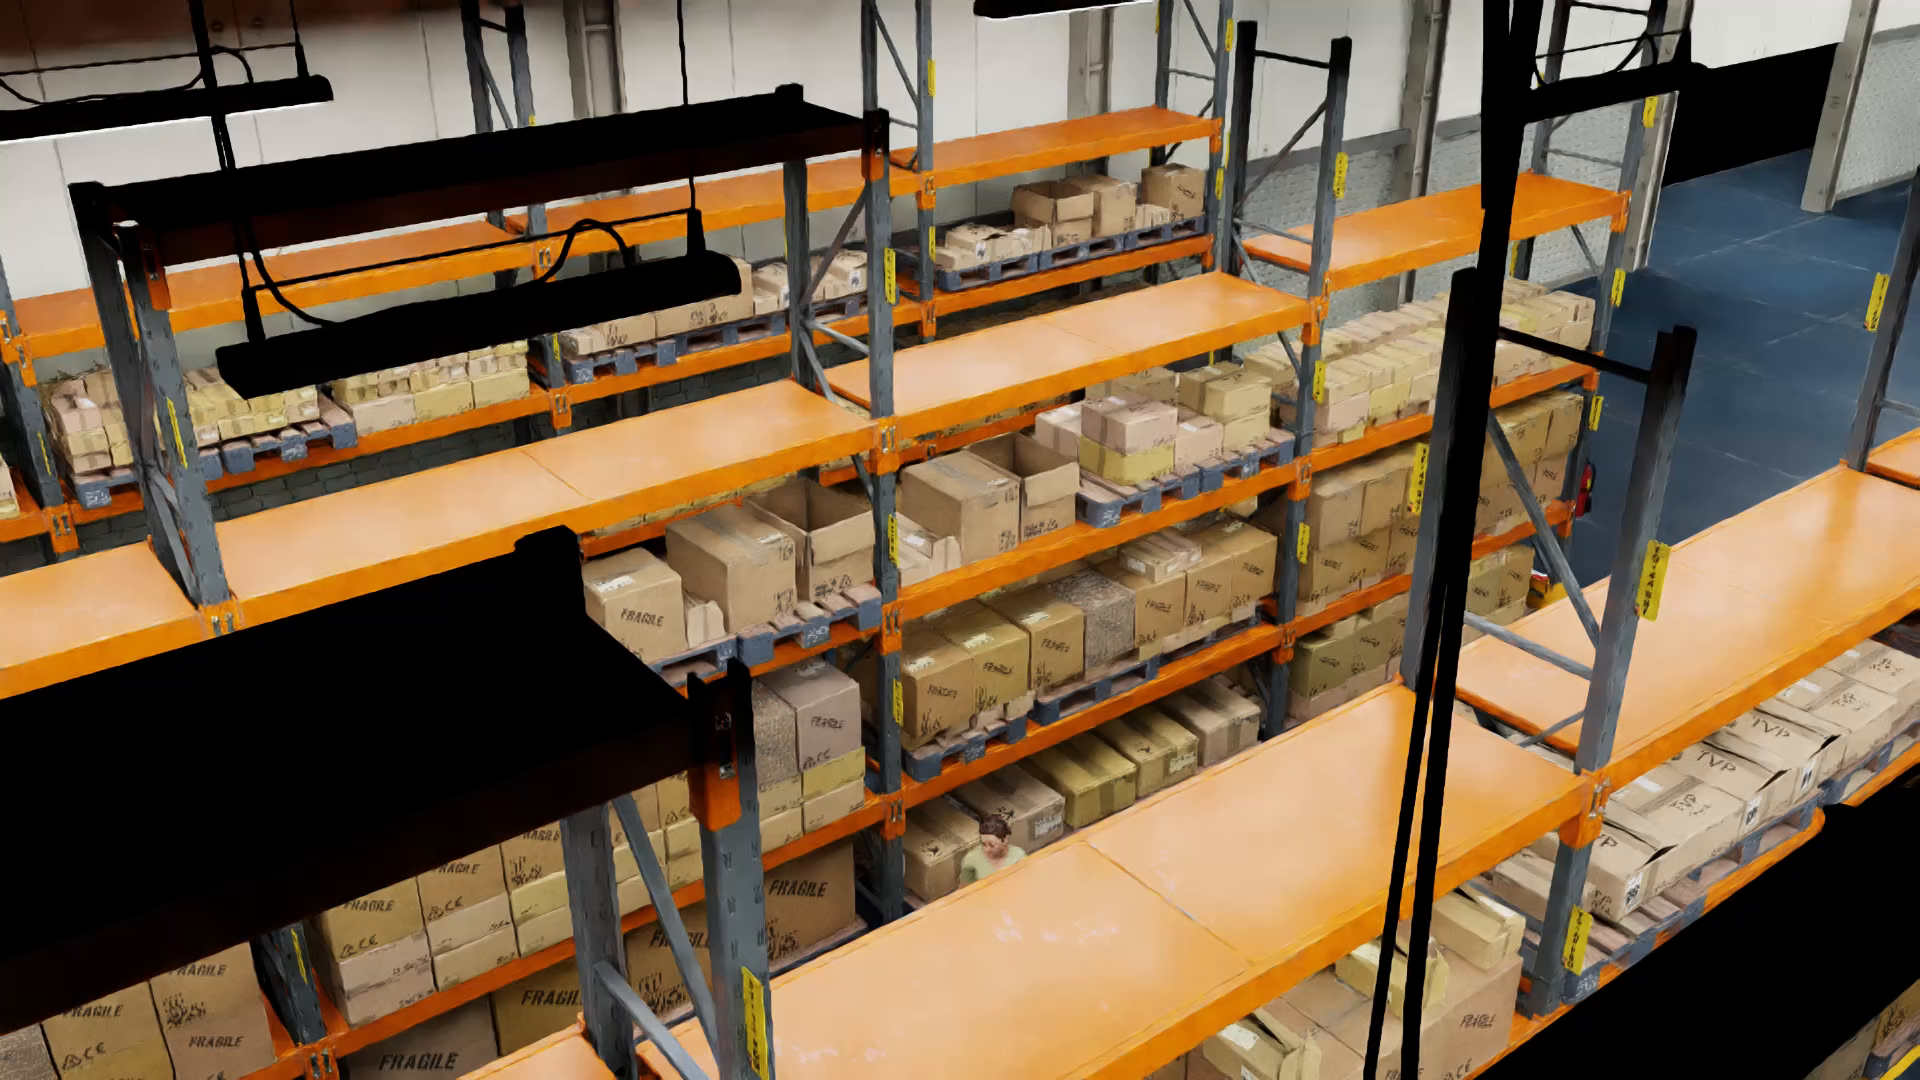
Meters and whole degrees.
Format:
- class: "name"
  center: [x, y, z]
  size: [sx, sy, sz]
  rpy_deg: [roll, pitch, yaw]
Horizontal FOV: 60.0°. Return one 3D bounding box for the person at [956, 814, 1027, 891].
- class: "person"
  center: [0.229, 2.537, 11.000]
  size: [0.573, 1.665, 0.575]
  rpy_deg: [-6, 27, -13]
